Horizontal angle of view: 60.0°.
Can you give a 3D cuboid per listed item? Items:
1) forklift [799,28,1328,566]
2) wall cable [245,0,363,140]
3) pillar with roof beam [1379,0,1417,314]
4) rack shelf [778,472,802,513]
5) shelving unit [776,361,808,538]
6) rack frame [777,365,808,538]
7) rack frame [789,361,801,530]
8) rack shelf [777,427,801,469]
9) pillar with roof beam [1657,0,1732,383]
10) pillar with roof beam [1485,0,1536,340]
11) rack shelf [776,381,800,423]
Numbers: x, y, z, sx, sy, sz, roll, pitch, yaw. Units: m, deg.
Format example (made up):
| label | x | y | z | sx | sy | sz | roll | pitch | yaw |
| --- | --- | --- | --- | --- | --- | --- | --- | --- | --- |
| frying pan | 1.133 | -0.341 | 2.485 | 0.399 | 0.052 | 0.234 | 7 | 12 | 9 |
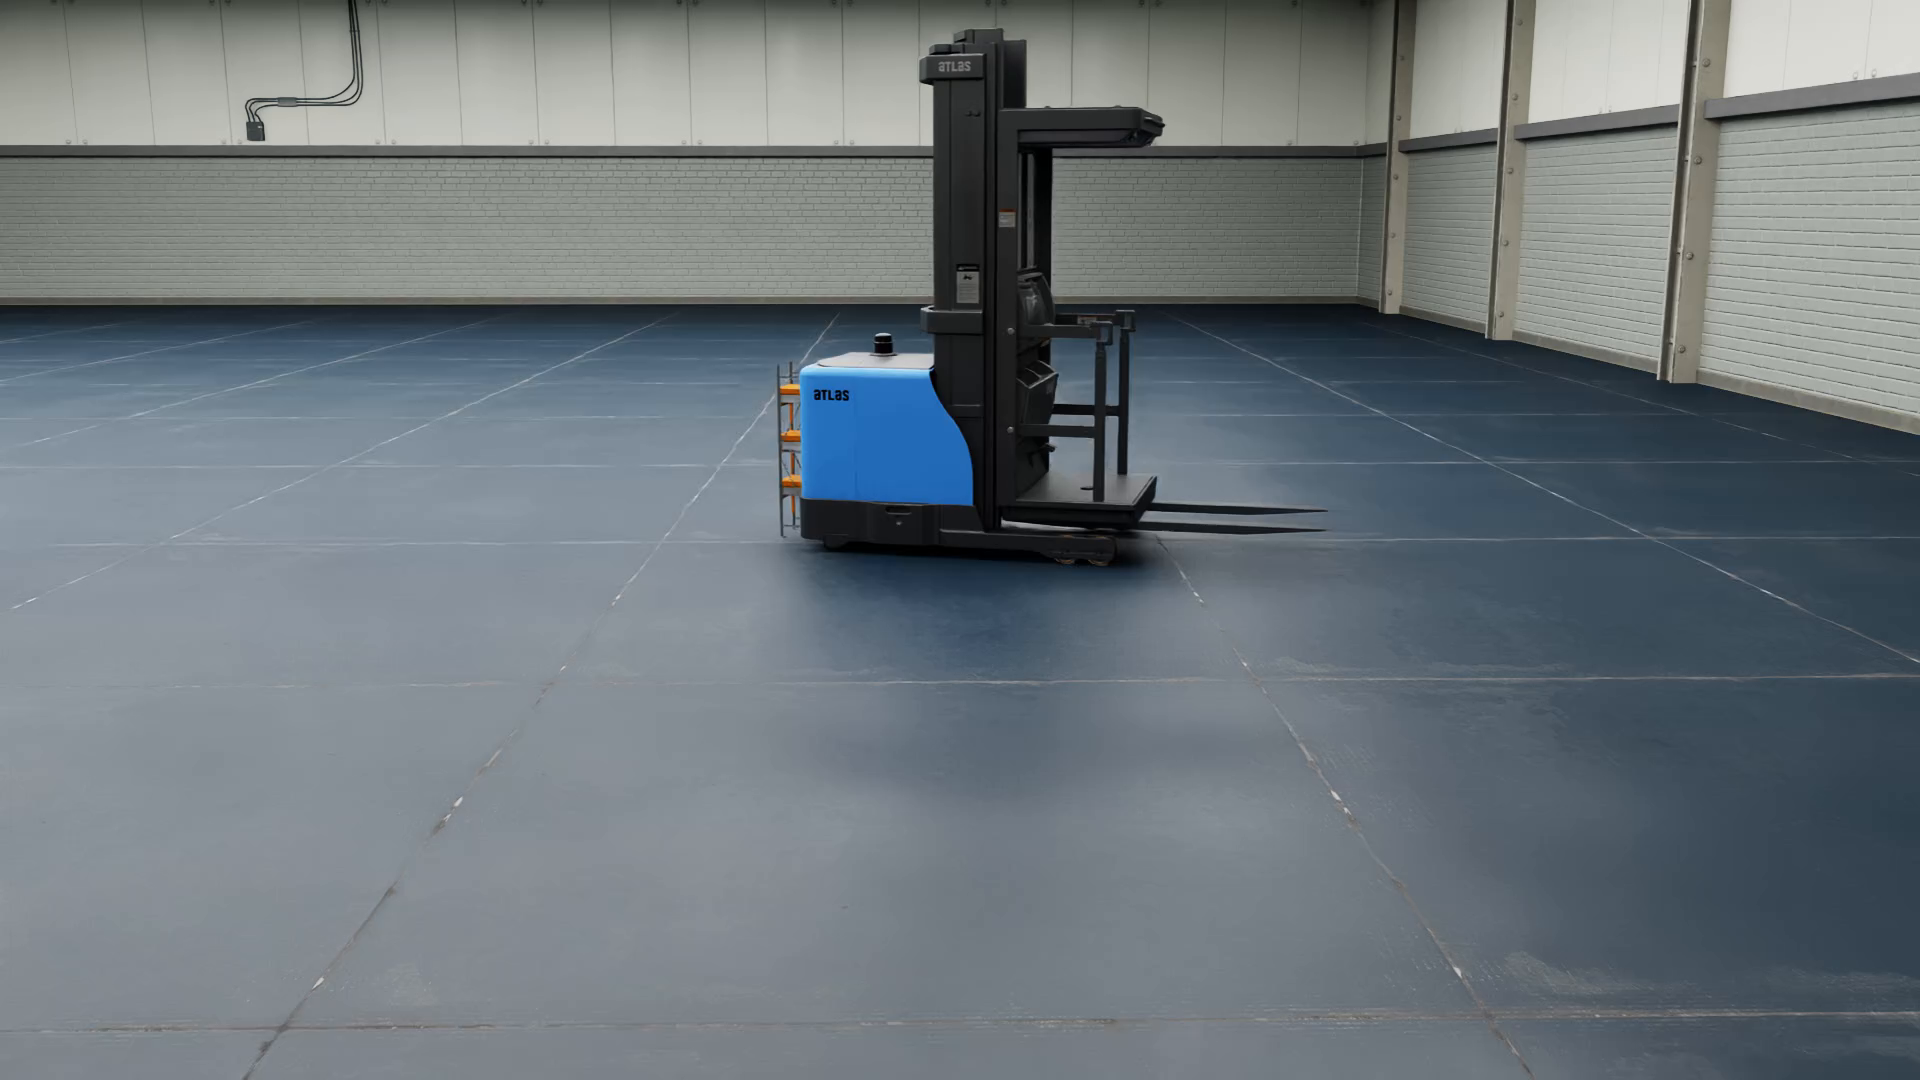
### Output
| label | x | y | z | sx | sy | sz | roll | pitch | yaw |
| --- | --- | --- | --- | --- | --- | --- | --- | --- | --- |
| forklift | 0.630 | -1.407 | 9.624 | 3.031 | 2.935 | 1.130 | 3 | 12 | 13 |
| wall cable | -12.788 | -10.776 | 31.987 | 2.305 | 6.003 | 0.169 | 0 | 11 | -1 |
| pillar with roof beam | 3.649 | -8.594 | 29.786 | 9.100 | 9.000 | 0.400 | 0 | 11 | -1 |
| rack shelf | -0.971 | -0.269 | 10.193 | 0.215 | 0.259 | 0.240 | 2 | 12 | 12 |
| shelving unit | -0.971 | -0.551 | 10.136 | 0.215 | 1.050 | 0.252 | 2 | 12 | 12 |
| rack frame | -0.997 | -0.528 | 10.019 | 0.200 | 1.050 | 0.008 | 2 | 12 | 12 |
| rack frame | -0.945 | -0.575 | 10.253 | 0.200 | 1.050 | 0.008 | 2 | 12 | 12 |
| rack shelf | -0.971 | -0.541 | 10.138 | 0.215 | 0.259 | 0.240 | 2 | 12 | 12 |
| pillar with roof beam | 3.897 | -6.208 | 18.028 | 9.100 | 9.000 | 0.400 | 0 | 11 | -1 |
| pillar with roof beam | 3.773 | -7.401 | 23.907 | 9.100 | 9.000 | 0.400 | 0 | 11 | -1 |
| rack shelf | -0.971 | -0.819 | 10.082 | 0.215 | 0.259 | 0.240 | 2 | 12 | 12 |
